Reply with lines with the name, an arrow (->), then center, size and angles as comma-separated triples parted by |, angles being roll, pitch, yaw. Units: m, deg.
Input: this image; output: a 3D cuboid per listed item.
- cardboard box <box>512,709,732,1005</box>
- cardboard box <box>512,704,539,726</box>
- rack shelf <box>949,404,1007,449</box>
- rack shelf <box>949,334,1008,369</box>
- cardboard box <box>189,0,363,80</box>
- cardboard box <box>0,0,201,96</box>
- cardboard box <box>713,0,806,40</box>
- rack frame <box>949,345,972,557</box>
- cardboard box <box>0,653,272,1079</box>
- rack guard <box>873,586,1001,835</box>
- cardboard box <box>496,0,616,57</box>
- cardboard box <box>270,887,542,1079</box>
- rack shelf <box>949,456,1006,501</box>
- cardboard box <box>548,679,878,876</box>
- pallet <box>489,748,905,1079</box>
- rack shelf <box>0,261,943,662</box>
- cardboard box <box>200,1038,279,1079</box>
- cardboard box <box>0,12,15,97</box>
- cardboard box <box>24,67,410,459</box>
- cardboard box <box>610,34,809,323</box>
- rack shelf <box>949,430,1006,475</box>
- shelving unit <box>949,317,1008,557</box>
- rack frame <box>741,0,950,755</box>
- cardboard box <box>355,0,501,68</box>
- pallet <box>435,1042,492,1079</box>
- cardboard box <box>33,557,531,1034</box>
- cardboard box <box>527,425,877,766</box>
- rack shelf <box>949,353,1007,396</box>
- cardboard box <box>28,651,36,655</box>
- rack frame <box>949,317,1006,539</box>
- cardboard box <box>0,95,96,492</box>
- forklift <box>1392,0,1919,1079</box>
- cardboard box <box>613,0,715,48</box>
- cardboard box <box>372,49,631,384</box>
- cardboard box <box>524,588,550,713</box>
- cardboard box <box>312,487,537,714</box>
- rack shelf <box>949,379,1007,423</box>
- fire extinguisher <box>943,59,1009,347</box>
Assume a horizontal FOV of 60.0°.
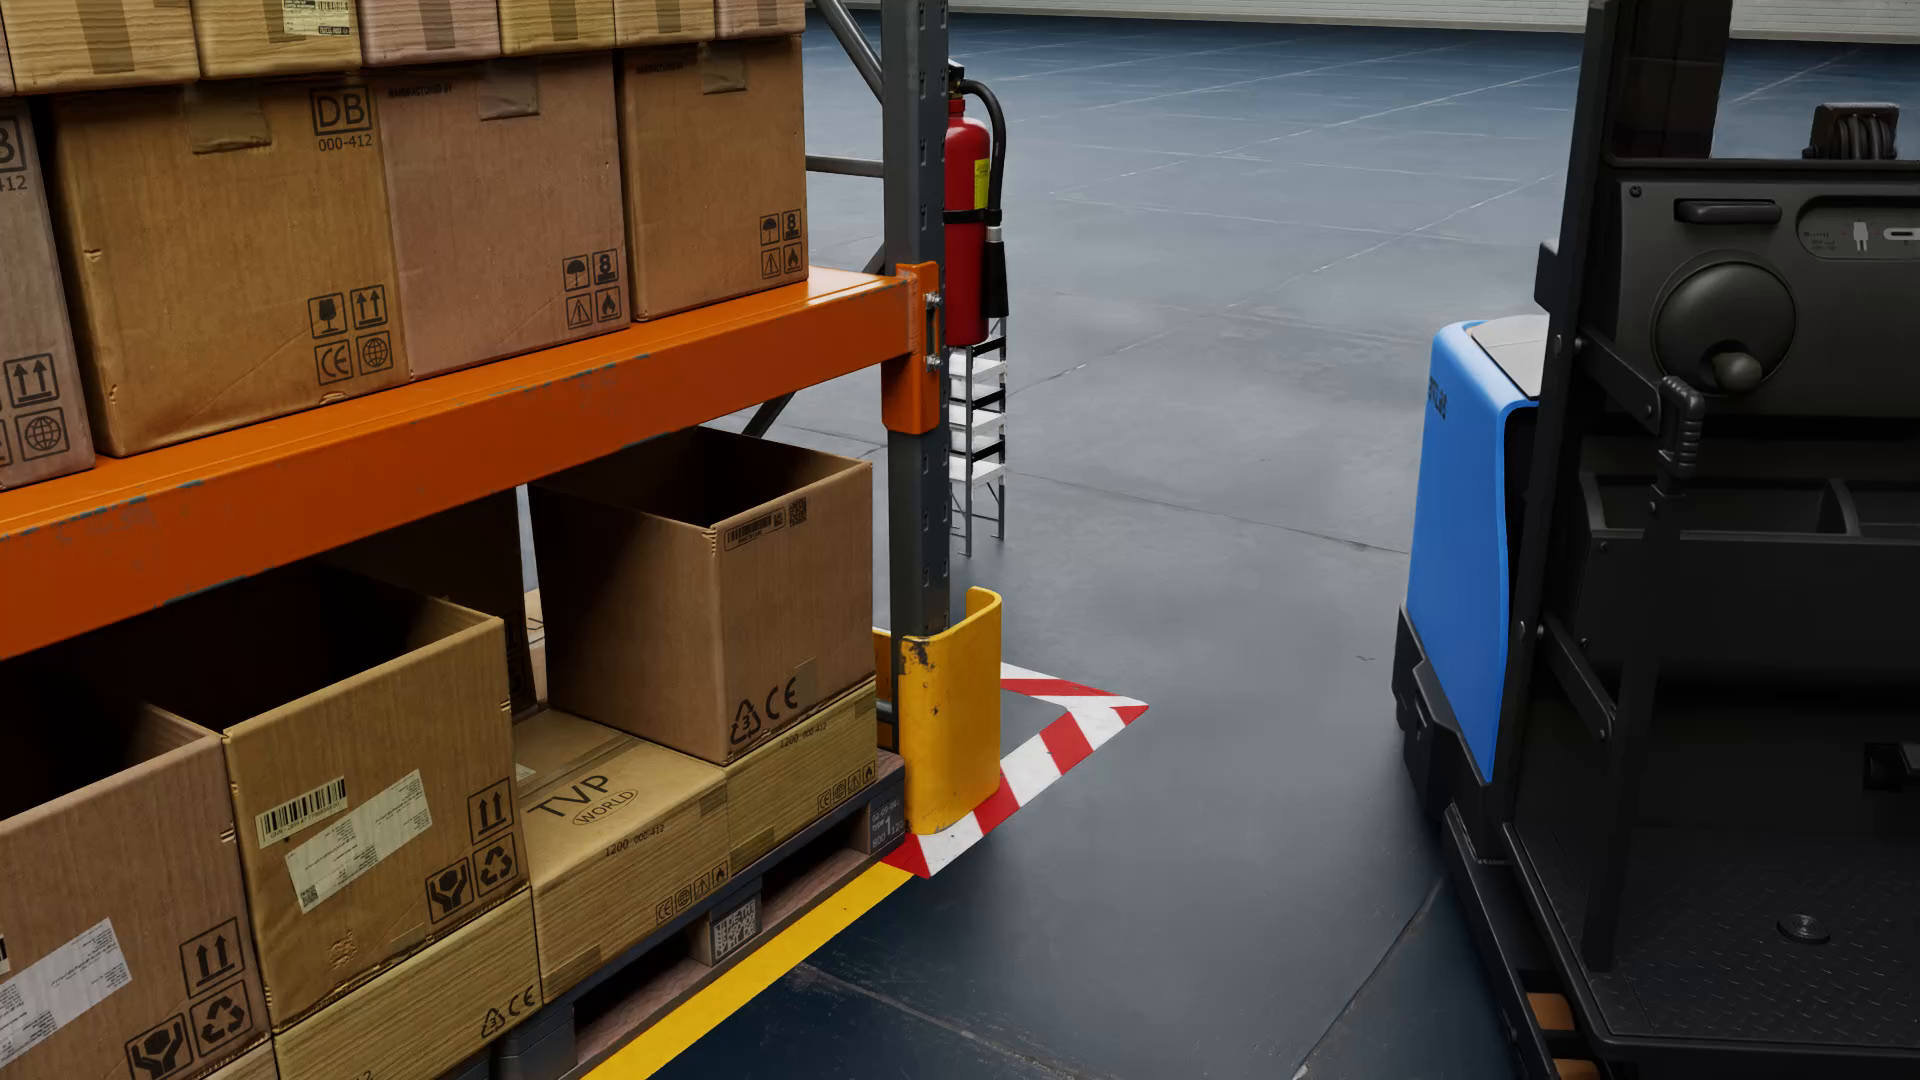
cardboard box -> -0.798, 0.587, 3.211 | 0.500, 0.250, 0.500 | 13, 24, 32
cardboard box -> -1.233, 0.485, 3.489 | 0.500, 0.250, 0.500 | 13, 24, 32
rack shelf -> -0.005, -0.388, 5.614 | 0.258, 0.077, 0.200 | 13, 24, 32
rack shelf -> -0.005, -0.642, 5.520 | 0.258, 0.077, 0.200 | 13, 24, 32
cardboard box -> -1.107, -0.771, 2.446 | 0.380, 0.149, 0.250 | 14, 25, 33
cardboard box -> -1.253, -0.695, 2.241 | 0.380, 0.149, 0.250 | 14, 25, 33
cardboard box -> -0.527, -1.067, 3.246 | 0.380, 0.149, 0.250 | 13, 24, 31
rack frame -> -0.062, -0.391, 5.524 | 0.240, 0.900, 0.006 | 13, 24, 32
cardboard box -> -1.357, 0.523, 2.304 | 0.500, 0.500, 0.500 | 13, 24, 32
rack guard -> -0.456, 0.303, 4.225 | 1.175, 0.500, 0.348 | 13, 24, 32
cardboard box -> -0.816, -0.918, 2.844 | 0.380, 0.149, 0.250 | 13, 24, 31
cardboard box -> -1.077, 0.731, 2.823 | 0.500, 0.250, 0.500 | 13, 24, 32
rack shelf -> -0.005, -0.220, 5.677 | 0.258, 0.077, 0.200 | 13, 24, 32
cardboard box -> -0.526, 0.442, 3.606 | 0.500, 0.250, 0.500 | 13, 24, 32
pallet -> -0.865, 0.673, 3.642 | 1.003, 0.211, 1.213 | 13, 24, 32
rack shelf -> -1.594, 0.049, 2.347 | 1.077, 0.370, 4.000 | 13, 24, 32
cardboard box -> -1.360, 0.874, 2.436 | 0.500, 0.250, 0.500 | 13, 24, 32
cardboard box -> -1.397, -0.621, 2.042 | 0.380, 0.149, 0.250 | 13, 24, 31
cardboard box -> -1.318, -0.485, 2.608 | 0.700, 0.500, 0.500 | 13, 24, 32
cardboard box -> -0.742, -0.778, 3.400 | 0.700, 0.500, 0.500 | 13, 24, 32
rack shelf -> -0.005, -0.304, 5.645 | 0.258, 0.077, 0.200 | 13, 24, 32
shelving unit -> -0.005, -0.420, 5.603 | 0.258, 0.900, 0.210 | 13, 24, 32
rack frame -> -0.469, -0.863, 3.773 | 1.000, 3.000, 0.127 | 13, 24, 32
cardboard box -> -0.959, -0.846, 2.650 | 0.380, 0.149, 0.250 | 14, 24, 33
pallet -> -1.551, 1.021, 2.699 | 1.003, 0.211, 1.213 | 13, 24, 32
cardboard box -> -1.075, 0.380, 2.691 | 0.500, 0.500, 0.500 | 13, 24, 32
cardboard box -> -0.525, 0.090, 3.474 | 0.500, 0.500, 0.500 | 13, 24, 32
rack shelf -> -0.005, -0.557, 5.552 | 0.258, 0.077, 0.200 | 13, 24, 32
cardboard box -> -1.505, 0.279, 2.965 | 0.500, 0.500, 0.500 | 13, 24, 32
rack frame -> 0.053, -0.449, 5.681 | 0.240, 0.900, 0.006 | 13, 24, 32
cardboard box -> -1.610, -0.333, 2.198 | 0.700, 0.500, 0.500 | 14, 25, 33
forklift -> 1.580, -0.403, 2.629 | 1.130, 2.935, 3.031 | 1, 20, 4
cardboard box -> -0.673, -0.992, 3.043 | 0.380, 0.149, 0.250 | 14, 24, 33
cardboard box -> -1.034, -0.626, 2.991 | 0.700, 0.500, 0.500 | 14, 24, 33
cardboard box -> -0.955, 0.341, 3.879 | 0.500, 0.250, 0.500 | 13, 24, 32
cardboard box -> -1.234, 0.133, 3.360 | 0.500, 0.500, 0.500 | 13, 24, 32
rack shelf -> -0.005, -0.473, 5.583 | 0.258, 0.077, 0.200 | 13, 24, 32
fire extinguisher -> -0.019, -0.770, 3.633 | 0.296, 0.674, 0.183 | 13, 24, 32
